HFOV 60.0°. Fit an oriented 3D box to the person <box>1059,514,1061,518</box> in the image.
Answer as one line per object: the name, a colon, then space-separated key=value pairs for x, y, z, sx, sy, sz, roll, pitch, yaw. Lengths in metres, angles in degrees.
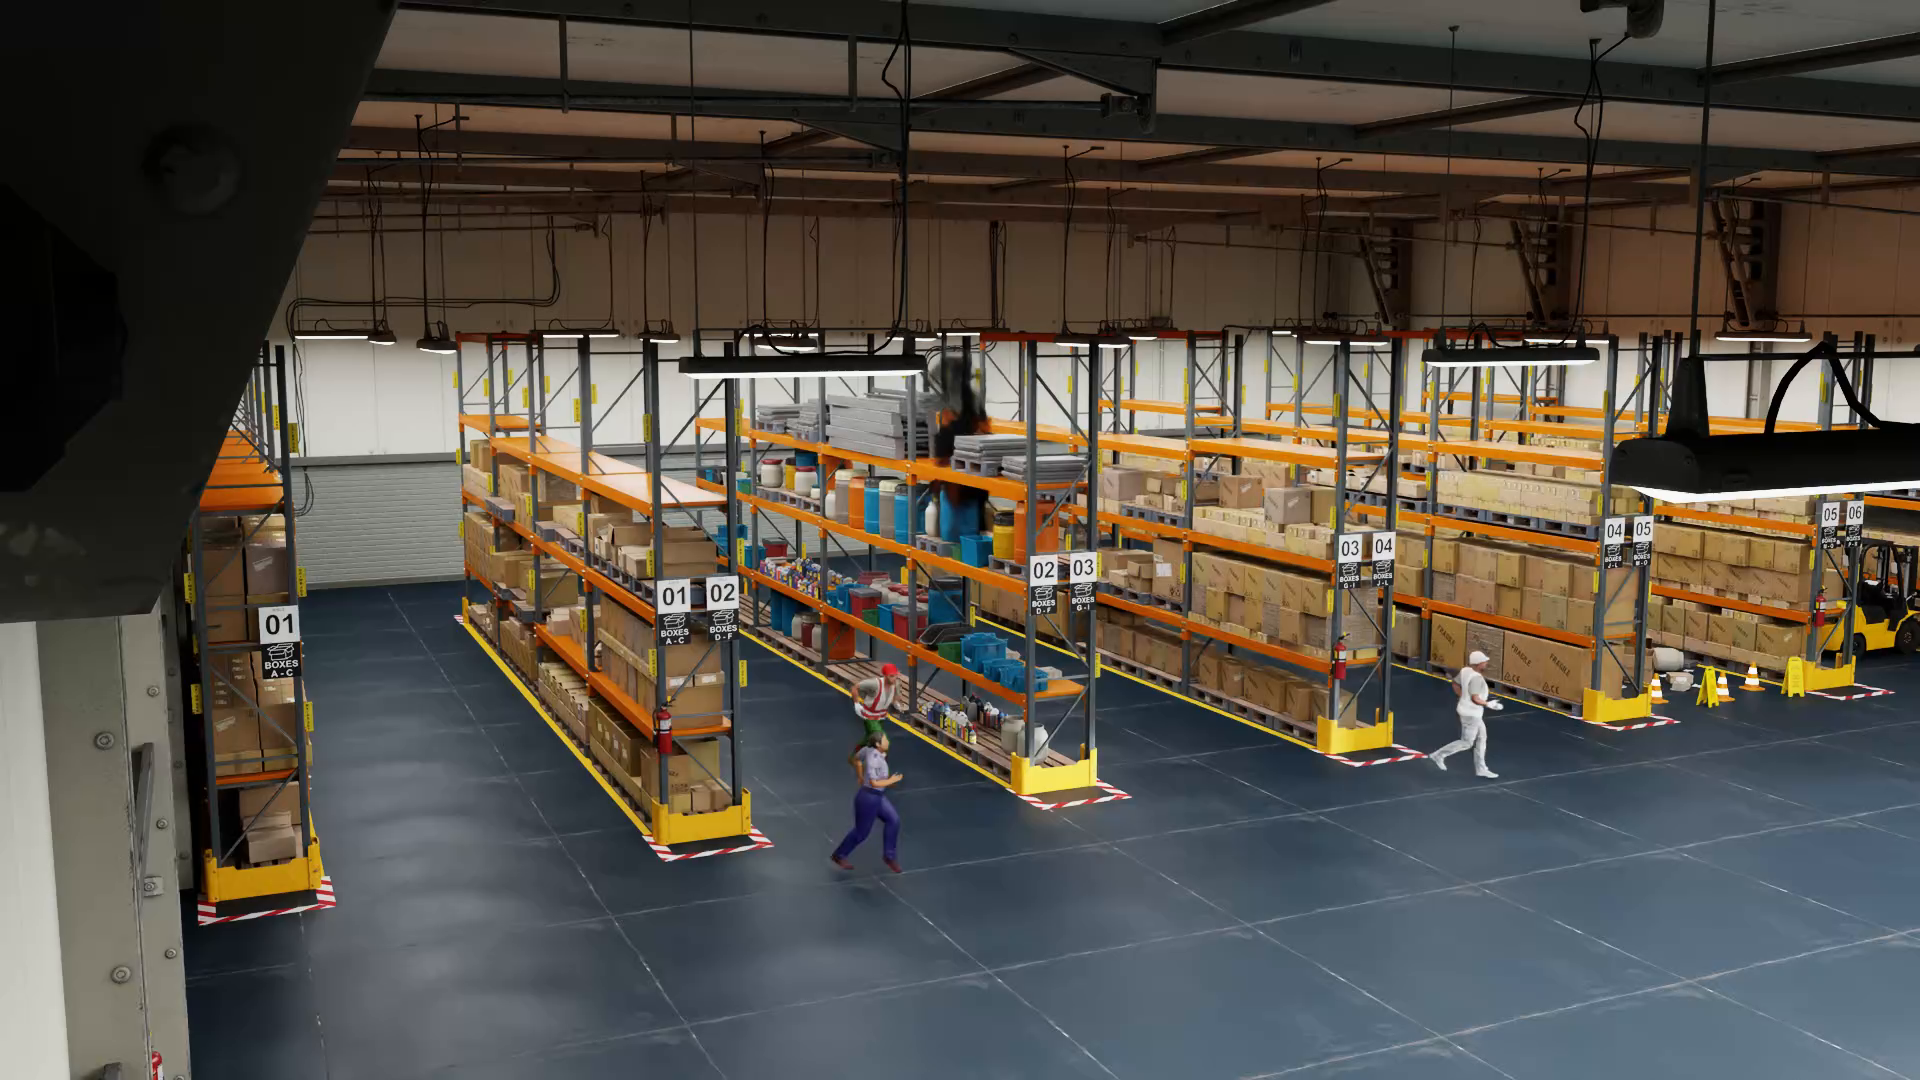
person: x=2.245 y=0.177 z=39.726 sx=0.623 sy=1.657 sz=0.681 roll=1 pitch=8 yaw=7

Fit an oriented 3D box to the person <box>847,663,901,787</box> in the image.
person: x=-1.204 y=2.476 z=22.653 sx=0.706 sy=1.732 sz=1.054 roll=-7 pitch=11 yaw=-43

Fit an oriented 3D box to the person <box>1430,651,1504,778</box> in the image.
person: x=6.961 y=2.394 z=22.805 sx=0.899 sy=1.773 sz=0.659 roll=1 pitch=8 yaw=6

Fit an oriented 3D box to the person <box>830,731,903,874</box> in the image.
person: x=-1.064 y=2.995 z=18.913 sx=0.836 sy=1.693 sz=0.626 roll=0 pitch=8 yaw=2
